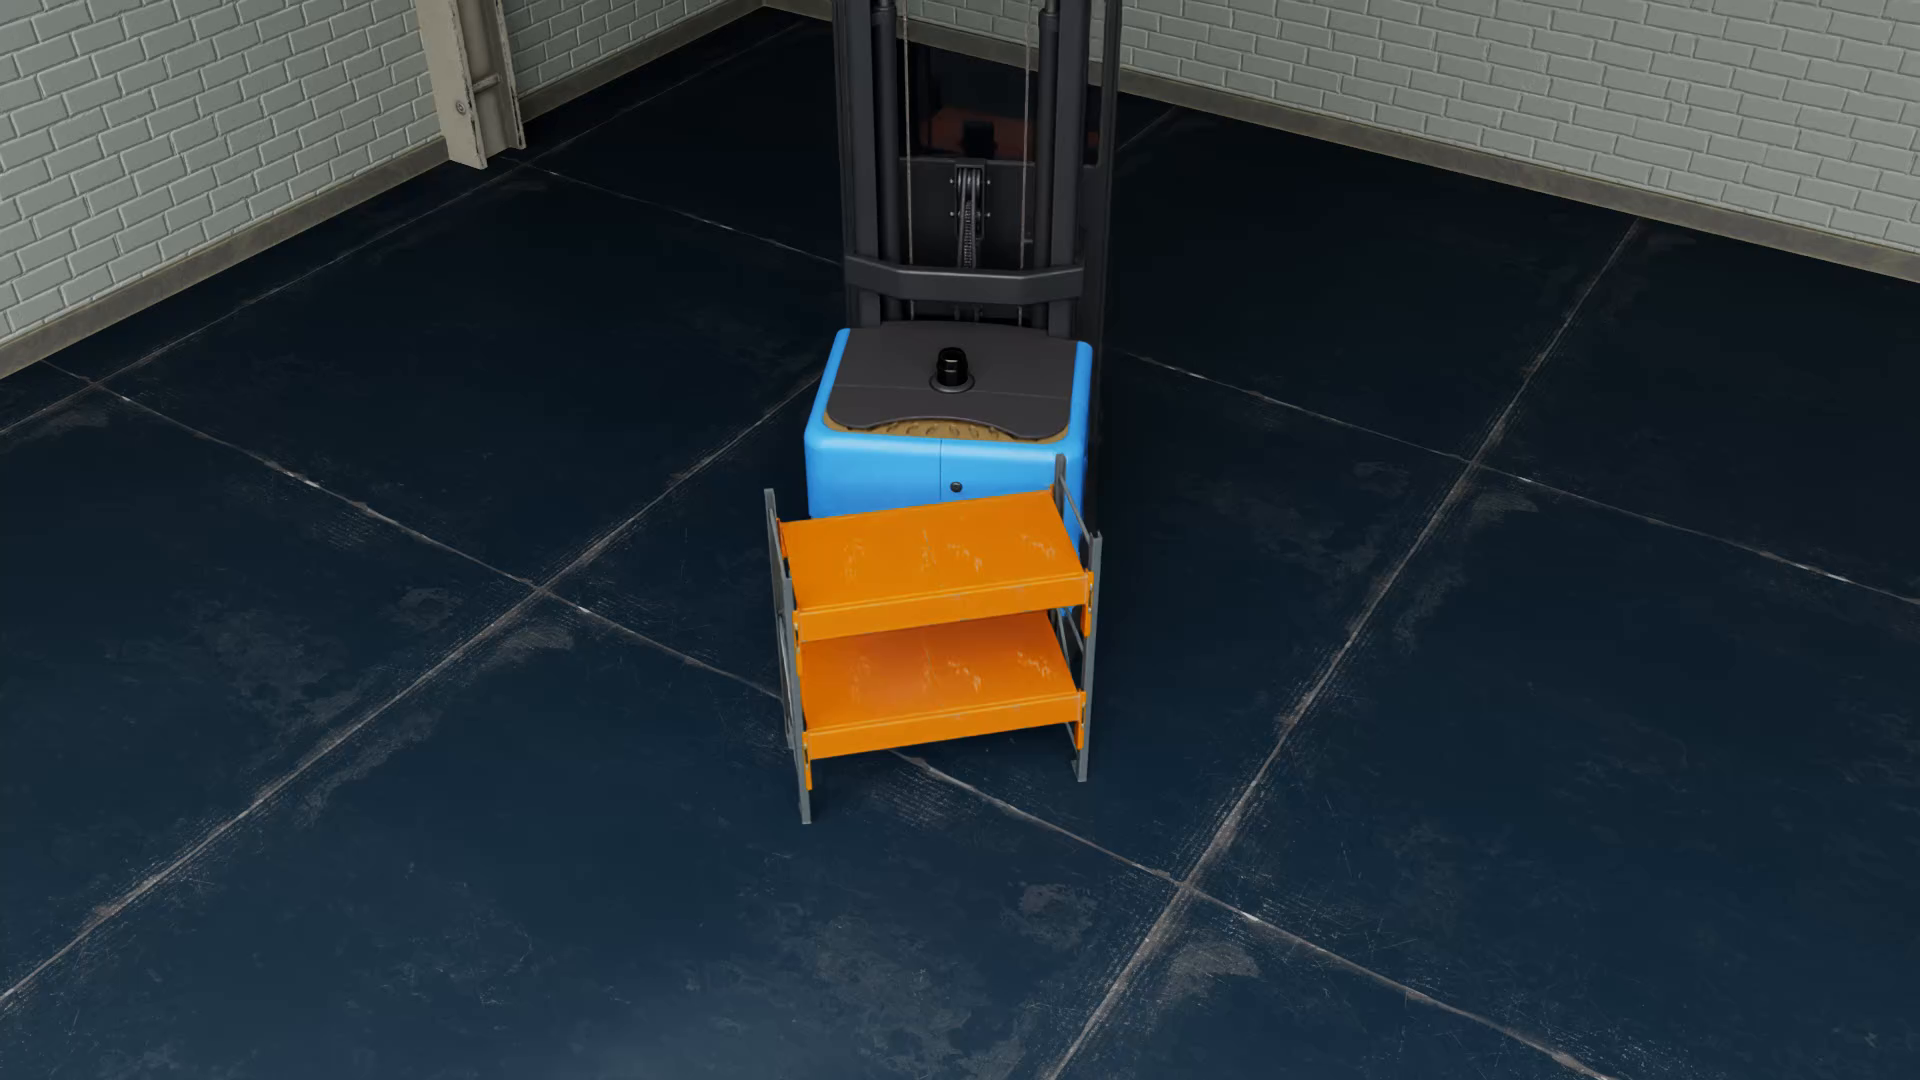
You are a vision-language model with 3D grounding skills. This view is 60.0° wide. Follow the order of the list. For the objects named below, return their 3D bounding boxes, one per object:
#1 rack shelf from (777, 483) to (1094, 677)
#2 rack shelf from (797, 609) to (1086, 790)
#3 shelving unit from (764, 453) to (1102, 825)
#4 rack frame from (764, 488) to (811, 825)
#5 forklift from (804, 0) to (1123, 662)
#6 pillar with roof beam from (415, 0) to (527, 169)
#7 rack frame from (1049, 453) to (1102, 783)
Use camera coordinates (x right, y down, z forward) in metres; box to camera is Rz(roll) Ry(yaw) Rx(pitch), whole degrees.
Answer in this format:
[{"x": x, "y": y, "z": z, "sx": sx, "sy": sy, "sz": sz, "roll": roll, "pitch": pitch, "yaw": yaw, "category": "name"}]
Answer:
[{"x": -0.100, "y": 0.125, "z": 5.687, "sx": 1.000, "sy": 0.278, "sz": 0.538, "roll": -7, "pitch": 38, "yaw": -9, "category": "rack shelf"}, {"x": -0.100, "y": 0.551, "z": 6.015, "sx": 1.000, "sy": 0.278, "sz": 0.538, "roll": -7, "pitch": 38, "yaw": -9, "category": "rack shelf"}, {"x": -0.100, "y": 0.357, "z": 5.865, "sx": 1.048, "sy": 1.125, "sz": 0.538, "roll": -7, "pitch": 38, "yaw": -9, "category": "shelving unit"}, {"x": -0.597, "y": 0.421, "z": 5.783, "sx": 0.032, "sy": 1.125, "sz": 0.500, "roll": -7, "pitch": 38, "yaw": -9, "category": "rack frame"}, {"x": 0.091, "y": -1.553, "z": 6.864, "sx": 1.130, "sy": 2.935, "sz": 3.031, "roll": 4, "pitch": 38, "yaw": 5, "category": "forklift"}, {"x": 0.677, "y": -4.579, "z": 5.820, "sx": 9.100, "sy": 9.000, "sz": 0.400, "roll": 21, "pitch": 42, "yaw": 25, "category": "pillar with roof beam"}, {"x": 0.398, "y": 0.293, "z": 5.948, "sx": 0.032, "sy": 1.125, "sz": 0.500, "roll": -7, "pitch": 38, "yaw": -9, "category": "rack frame"}]
